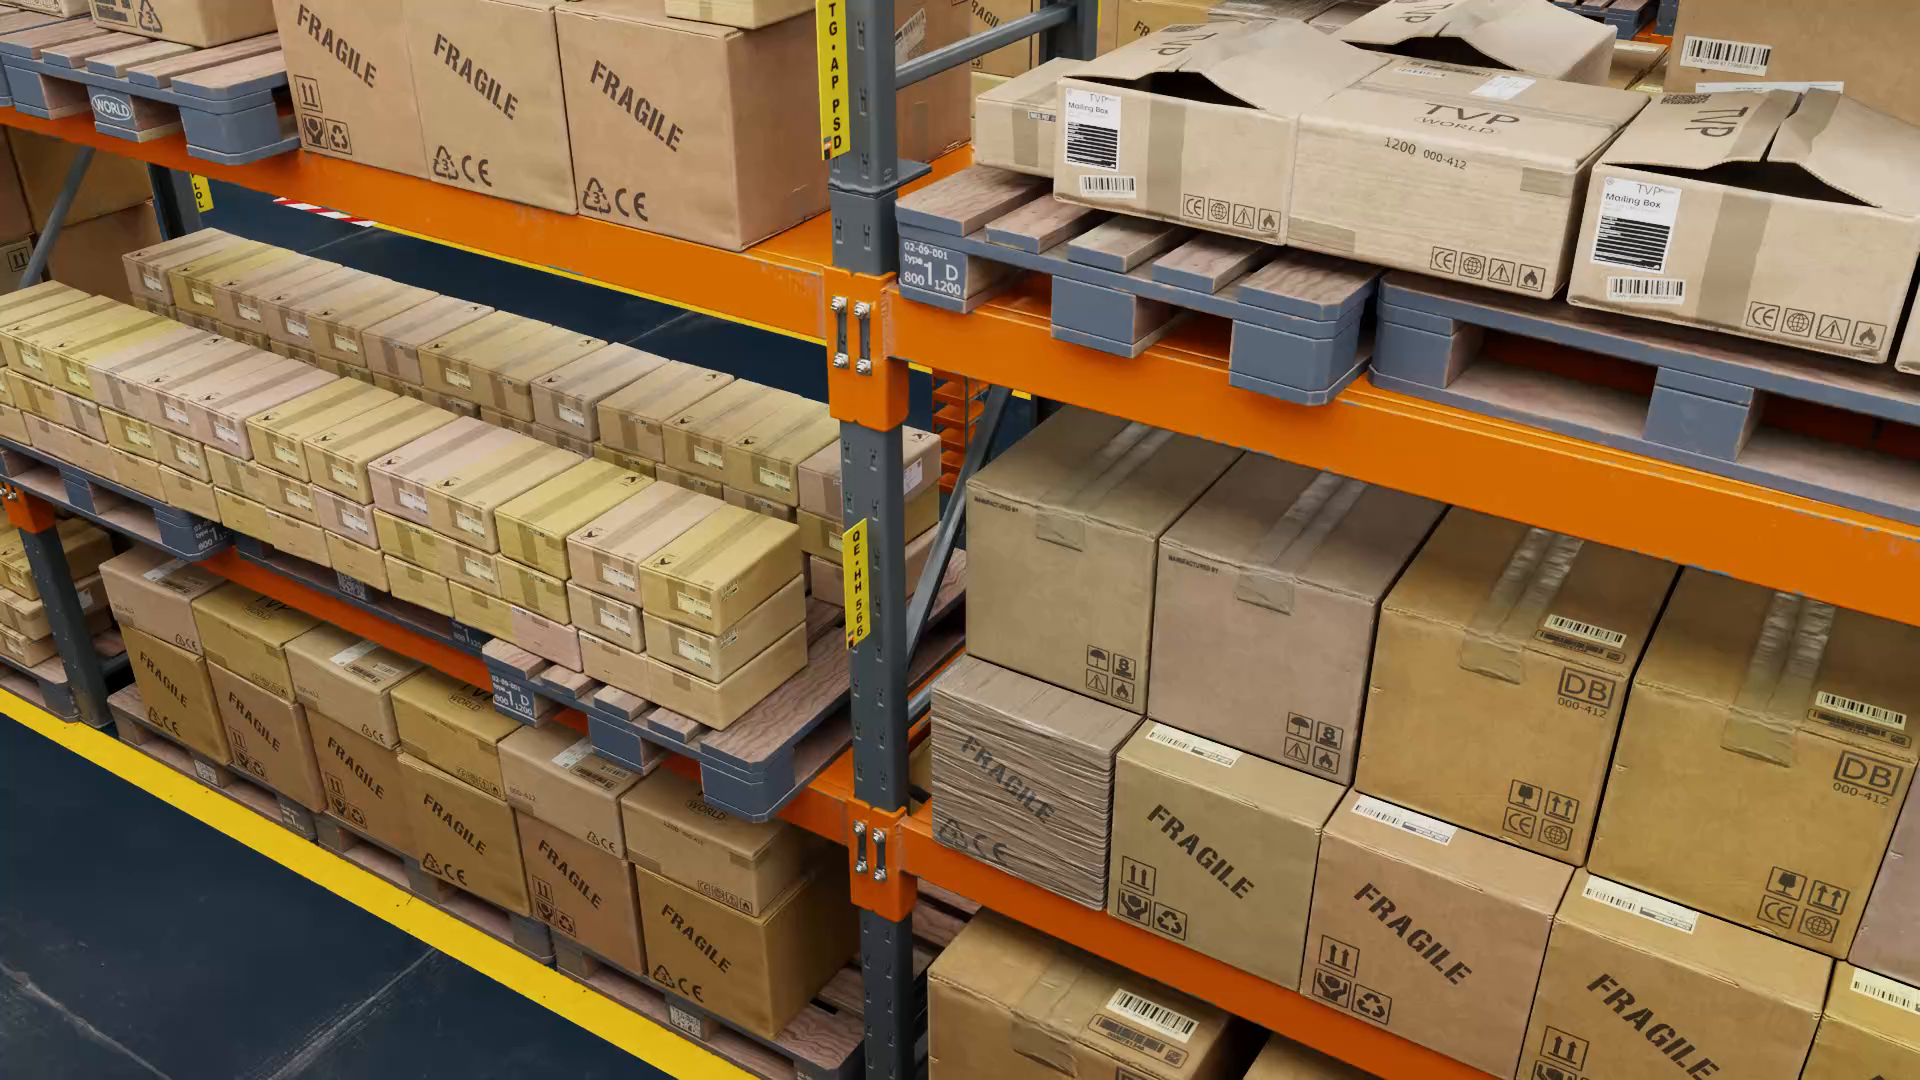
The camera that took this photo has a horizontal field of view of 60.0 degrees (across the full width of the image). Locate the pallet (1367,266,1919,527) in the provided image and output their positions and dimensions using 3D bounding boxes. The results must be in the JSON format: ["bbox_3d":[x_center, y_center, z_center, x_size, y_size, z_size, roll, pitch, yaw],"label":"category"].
[{"bbox_3d":[1.555,-0.426,3.215,1.213,0.211,1.003,19,35,30],"label":"pallet"}]

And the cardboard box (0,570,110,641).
[{"bbox_3d":[-3.791,0.241,6.978,0.250,0.149,0.380,18,35,28],"label":"cardboard box"}]

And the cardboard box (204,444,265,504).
[{"bbox_3d":[-2.152,-0.282,5.295,0.250,0.149,0.380,17,34,27],"label":"cardboard box"}]

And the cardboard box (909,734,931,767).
[{"bbox_3d":[-0.423,0.626,5.520,0.500,0.250,0.500,16,34,25],"label":"cardboard box"}]

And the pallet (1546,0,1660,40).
[{"bbox_3d":[4.603,-3.989,12.301,1.003,0.211,1.213,18,35,27],"label":"pallet"}]

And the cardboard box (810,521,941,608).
[{"bbox_3d":[-0.239,0.061,5.002,0.250,0.149,0.380,17,34,27],"label":"cardboard box"}]

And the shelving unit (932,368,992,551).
[{"bbox_3d":[0.012,-0.514,7.941,0.189,1.200,0.258,18,35,27],"label":"shelving unit"}]

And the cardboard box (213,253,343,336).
[{"bbox_3d":[-2.466,-0.896,6.051,0.250,0.149,0.380,16,34,26],"label":"cardboard box"}]

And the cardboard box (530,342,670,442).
[{"bbox_3d":[-1.144,-0.478,5.335,0.250,0.149,0.380,19,35,30],"label":"cardboard box"}]

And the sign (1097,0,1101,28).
[{"bbox_3d":[0.335,-1.448,4.188,0.005,0.325,0.100,18,35,27],"label":"sign"}]

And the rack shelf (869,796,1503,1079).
[{"bbox_3d":[1.727,1.186,3.954,4.000,0.370,1.077,18,35,27],"label":"rack shelf"}]

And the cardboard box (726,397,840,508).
[{"bbox_3d":[-0.485,-0.268,4.974,0.250,0.149,0.380,17,34,26],"label":"cardboard box"}]

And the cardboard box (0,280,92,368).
[{"bbox_3d":[-3.266,-0.760,5.818,0.250,0.149,0.380,19,35,30],"label":"cardboard box"}]

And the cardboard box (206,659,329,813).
[{"bbox_3d":[-2.421,0.618,6.277,0.500,0.500,0.500,19,35,29],"label":"cardboard box"}]

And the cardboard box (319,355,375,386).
[{"bbox_3d":[-2.027,-0.632,5.894,0.250,0.149,0.380,16,34,25],"label":"cardboard box"}]

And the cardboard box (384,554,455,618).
[{"bbox_3d":[-1.495,0.055,5.012,0.250,0.149,0.380,16,34,25],"label":"cardboard box"}]

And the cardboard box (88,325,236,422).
[{"bbox_3d":[-2.601,-0.550,5.459,0.250,0.149,0.380,17,34,27],"label":"cardboard box"}]

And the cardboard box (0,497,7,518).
[{"bbox_3d":[-4.247,-0.038,7.161,0.250,0.149,0.380,17,34,27],"label":"cardboard box"}]

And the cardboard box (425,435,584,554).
[{"bbox_3d":[-1.288,-0.134,4.746,0.250,0.149,0.380,19,35,29],"label":"cardboard box"}]

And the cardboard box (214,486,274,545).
[{"bbox_3d":[-2.157,-0.156,5.373,0.250,0.149,0.380,17,34,26],"label":"cardboard box"}]

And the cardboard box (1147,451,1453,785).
[{"bbox_3d":[0.837,0.124,3.970,0.500,0.500,0.700,17,34,27],"label":"cardboard box"}]

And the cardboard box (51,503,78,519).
[{"bbox_3d":[-3.979,-0.266,7.551,0.250,0.149,0.380,17,34,27],"label":"cardboard box"}]

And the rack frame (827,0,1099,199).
[{"bbox_3d":[0.033,-2.252,3.180,0.127,3.000,1.000,18,35,27],"label":"rack frame"}]

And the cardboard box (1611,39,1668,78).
[{"bbox_3d":[3.111,-2.150,8.148,0.500,0.500,0.500,16,34,26],"label":"cardboard box"}]

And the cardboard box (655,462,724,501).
[{"bbox_3d":[-0.729,-0.219,5.186,0.250,0.149,0.380,16,34,26],"label":"cardboard box"}]

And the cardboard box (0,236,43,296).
[{"bbox_3d":[-3.915,-0.913,6.444,0.500,0.500,0.500,18,35,27],"label":"cardboard box"}]

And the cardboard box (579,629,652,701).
[{"bbox_3d":[-0.839,0.263,4.655,0.250,0.149,0.380,17,35,27],"label":"cardboard box"}]

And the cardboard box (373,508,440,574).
[{"bbox_3d":[-1.500,-0.075,4.939,0.250,0.149,0.380,17,34,27],"label":"cardboard box"}]

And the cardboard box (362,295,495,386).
[{"bbox_3d":[-1.808,-0.688,5.695,0.250,0.149,0.380,16,34,25],"label":"cardboard box"}]

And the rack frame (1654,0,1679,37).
[{"bbox_3d":[5.214,-3.920,11.992,0.127,3.000,1.000,18,35,27],"label":"rack frame"}]

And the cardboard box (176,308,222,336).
[{"bbox_3d":[-2.689,-0.841,6.252,0.250,0.149,0.380,18,35,28],"label":"cardboard box"}]

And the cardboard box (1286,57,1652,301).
[{"bbox_3d":[0.953,-0.694,3.119,0.500,0.250,0.500,19,35,29],"label":"cardboard box"}]

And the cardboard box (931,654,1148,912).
[{"bbox_3d":[0.269,0.532,4.263,0.500,0.500,0.500,18,35,28],"label":"cardboard box"}]

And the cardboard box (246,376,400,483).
[{"bbox_3d":[-1.940,-0.343,5.104,0.250,0.149,0.380,19,35,29],"label":"cardboard box"}]

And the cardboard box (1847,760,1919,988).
[{"bbox_3d":[2.132,0.533,3.268,0.500,0.500,0.700,18,35,28],"label":"cardboard box"}]

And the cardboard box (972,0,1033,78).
[{"bbox_3d":[0.280,-2.846,9.061,0.500,0.500,0.500,17,34,26],"label":"cardboard box"}]

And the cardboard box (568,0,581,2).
[{"bbox_3d":[-0.890,-1.459,3.938,0.258,0.266,0.396,18,35,27],"label":"cardboard box"}]

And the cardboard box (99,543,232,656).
[{"bbox_3d":[-2.870,0.153,6.331,0.500,0.250,0.500,16,34,25],"label":"cardboard box"}]

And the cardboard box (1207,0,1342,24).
[{"bbox_3d":[1.563,-2.436,8.358,0.500,0.500,0.500,18,35,28],"label":"cardboard box"}]

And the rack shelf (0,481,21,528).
[{"bbox_3d":[-5.049,-0.957,7.628,4.000,0.370,1.077,18,35,27],"label":"rack shelf"}]

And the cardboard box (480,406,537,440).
[{"bbox_3d":[-1.362,-0.421,5.533,0.250,0.149,0.380,17,34,27],"label":"cardboard box"}]

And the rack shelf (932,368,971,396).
[{"bbox_3d":[0.012,-0.787,7.782,0.180,0.103,0.258,18,35,27],"label":"rack shelf"}]

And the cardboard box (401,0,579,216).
[{"bbox_3d":[-1.017,-1.172,4.207,0.500,0.500,0.500,18,35,27],"label":"cardboard box"}]

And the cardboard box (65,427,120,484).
[{"bbox_3d":[-2.819,-0.363,5.728,0.250,0.149,0.380,18,35,28],"label":"cardboard box"}]

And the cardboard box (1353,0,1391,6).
[{"bbox_3d":[2.291,-2.512,8.487,0.500,0.500,0.500,16,34,26],"label":"cardboard box"}]

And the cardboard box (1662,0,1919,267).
[{"bbox_3d":[1.654,-0.878,3.186,0.500,0.500,0.500,18,35,27],"label":"cardboard box"}]

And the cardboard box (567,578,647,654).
[{"bbox_3d":[-0.855,0.129,4.589,0.250,0.149,0.380,19,35,29],"label":"cardboard box"}]

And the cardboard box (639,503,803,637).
[{"bbox_3d":[-0.626,0.074,4.389,0.250,0.149,0.380,16,34,25],"label":"cardboard box"}]

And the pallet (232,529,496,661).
[{"bbox_3d":[-1.666,-0.091,5.619,1.213,0.211,1.003,18,35,27],"label":"pallet"}]

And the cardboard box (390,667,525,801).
[{"bbox_3d":[-1.542,0.569,5.618,0.500,0.250,0.500,18,35,28],"label":"cardboard box"}]

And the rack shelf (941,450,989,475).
[{"bbox_3d":[0.012,-0.372,8.024,0.180,0.103,0.258,18,35,27],"label":"rack shelf"}]

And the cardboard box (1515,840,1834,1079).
[{"bbox_3d":[1.549,0.936,3.569,0.500,0.500,0.500,17,34,27],"label":"cardboard box"}]

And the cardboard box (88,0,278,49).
[{"bbox_3d":[-2.117,-1.784,4.835,0.637,0.503,0.797,17,34,27],"label":"cardboard box"}]

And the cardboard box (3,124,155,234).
[{"bbox_3d":[-3.608,-1.561,6.562,0.500,0.500,0.500,18,35,28],"label":"cardboard box"}]

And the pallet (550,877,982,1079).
[{"bbox_3d":[-0.628,1.334,5.754,1.213,0.211,1.003,18,35,27],"label":"pallet"}]

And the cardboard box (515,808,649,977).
[{"bbox_3d":[-1.101,1.032,5.568,0.500,0.500,0.500,19,35,29],"label":"cardboard box"}]

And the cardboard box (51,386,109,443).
[{"bbox_3d":[-2.827,-0.494,5.658,0.250,0.149,0.380,18,35,28],"label":"cardboard box"}]

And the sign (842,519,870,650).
[{"bbox_3d":[-0.248,0.108,4.018,0.005,0.325,0.100,18,35,27],"label":"sign"}]
